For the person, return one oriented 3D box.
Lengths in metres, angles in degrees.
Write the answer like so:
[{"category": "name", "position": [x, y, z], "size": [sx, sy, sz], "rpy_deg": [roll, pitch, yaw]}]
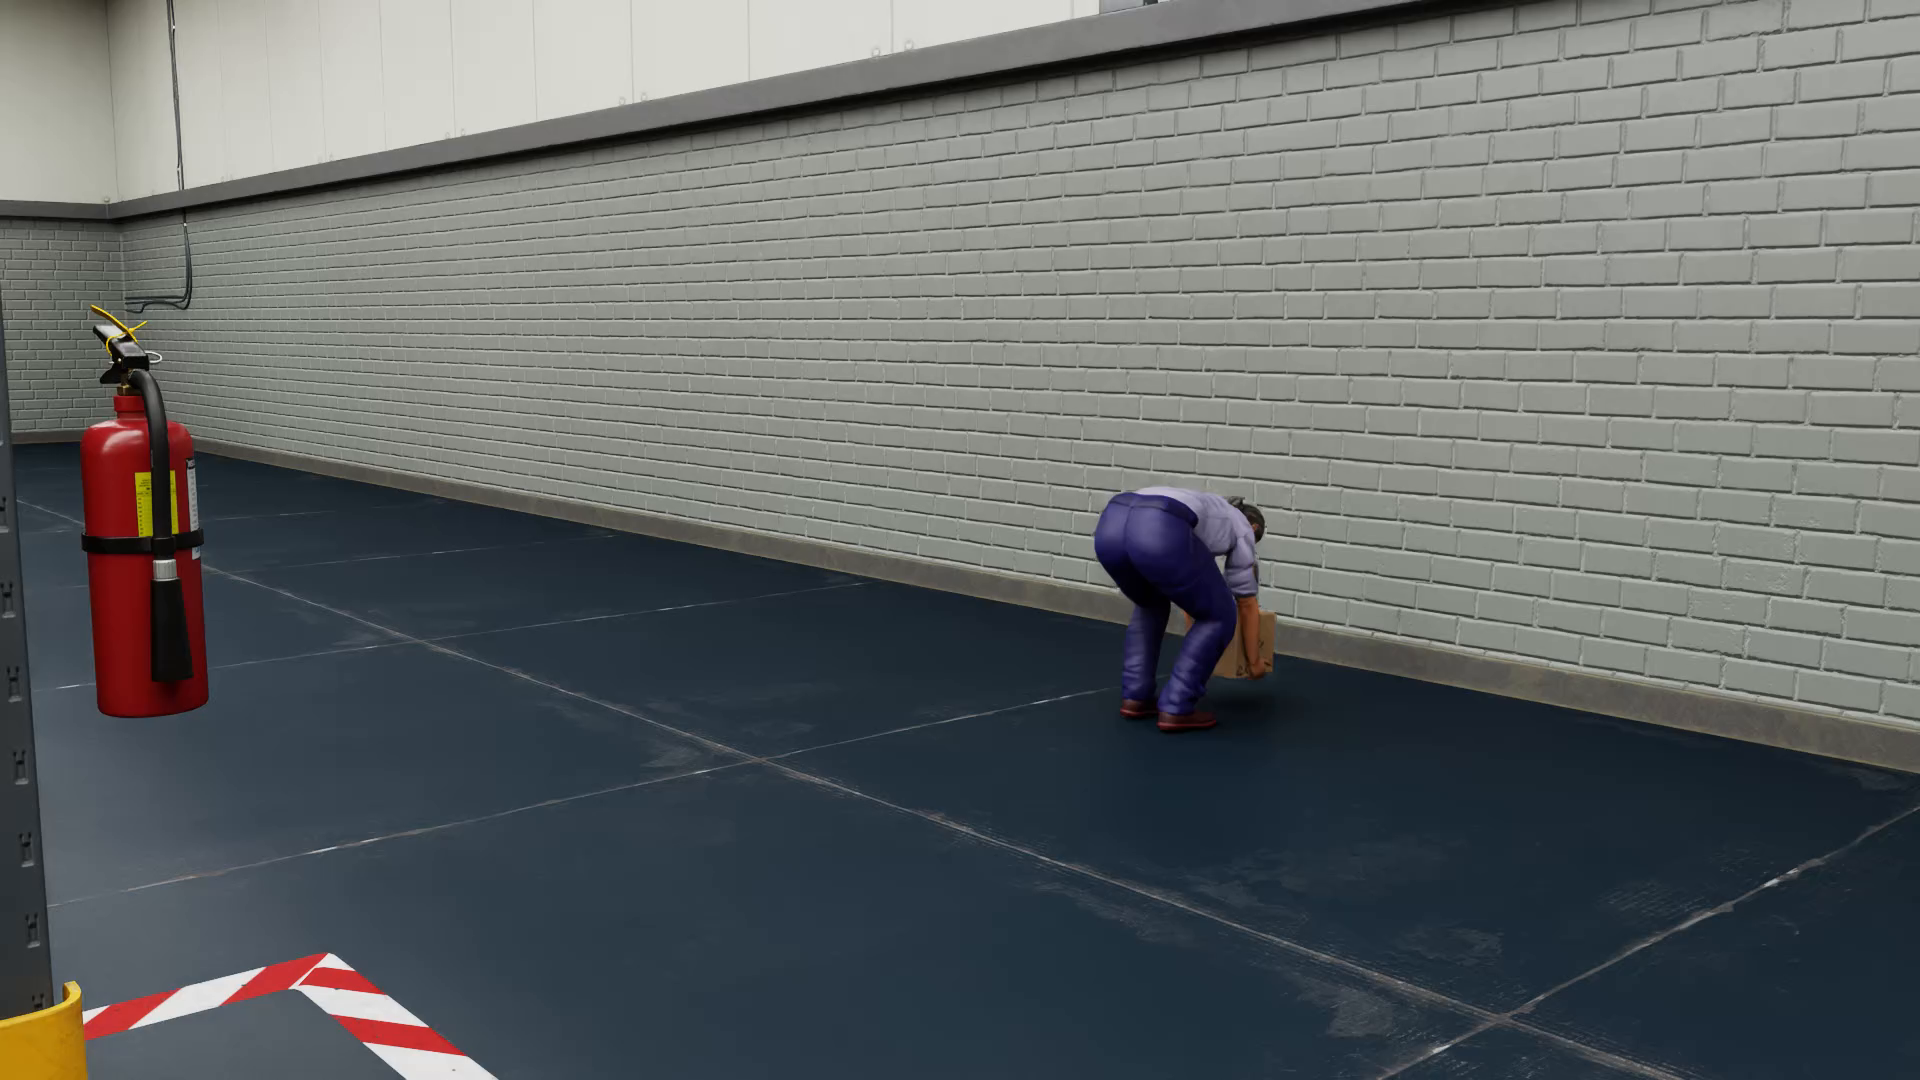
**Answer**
[{"category": "person", "position": [0.933, 0.245, 6.689], "size": [0.907, 0.945, 0.491], "rpy_deg": [-7, 10, -43]}]
